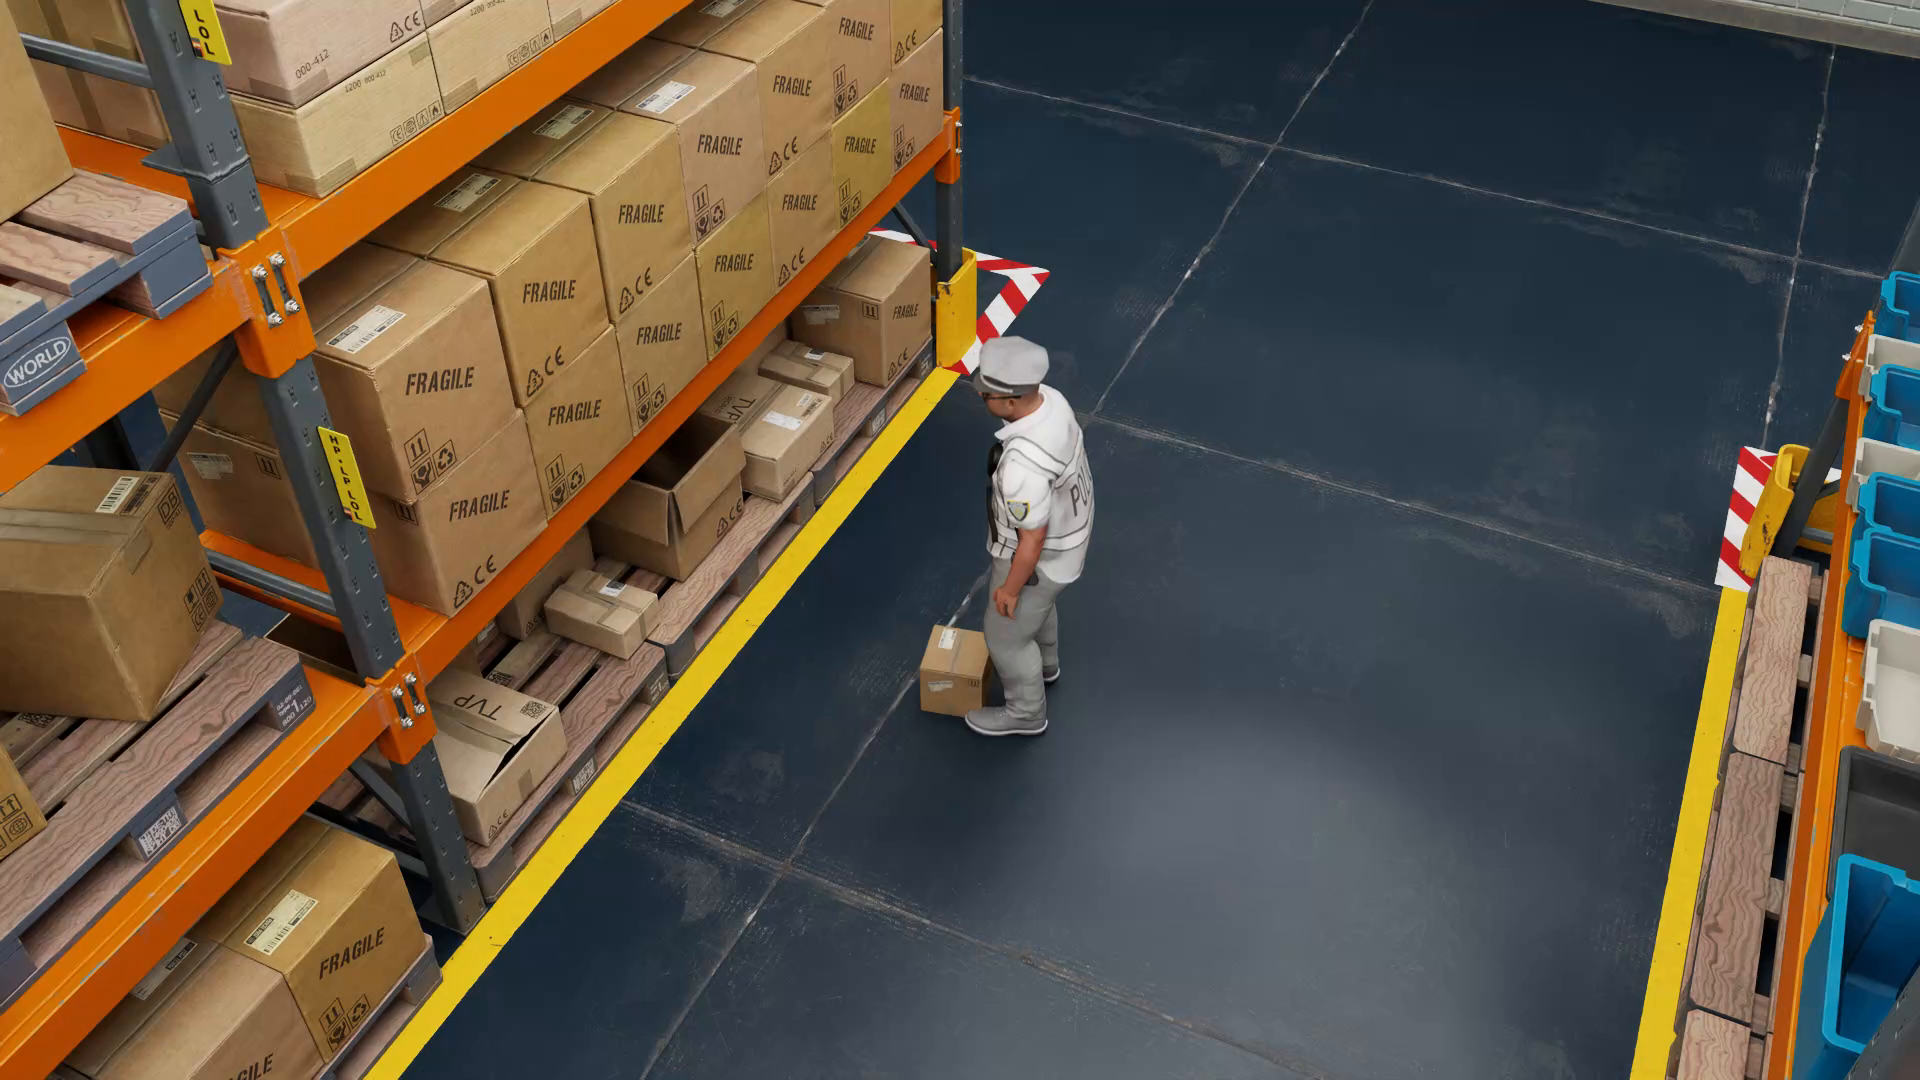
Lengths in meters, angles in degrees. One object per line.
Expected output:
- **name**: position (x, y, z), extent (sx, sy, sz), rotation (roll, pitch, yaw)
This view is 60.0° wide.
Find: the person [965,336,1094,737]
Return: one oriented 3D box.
- **person**: position (0.262, 0.014, 6.138), extent (0.437, 1.747, 0.600), rotation (8, 42, 9)
